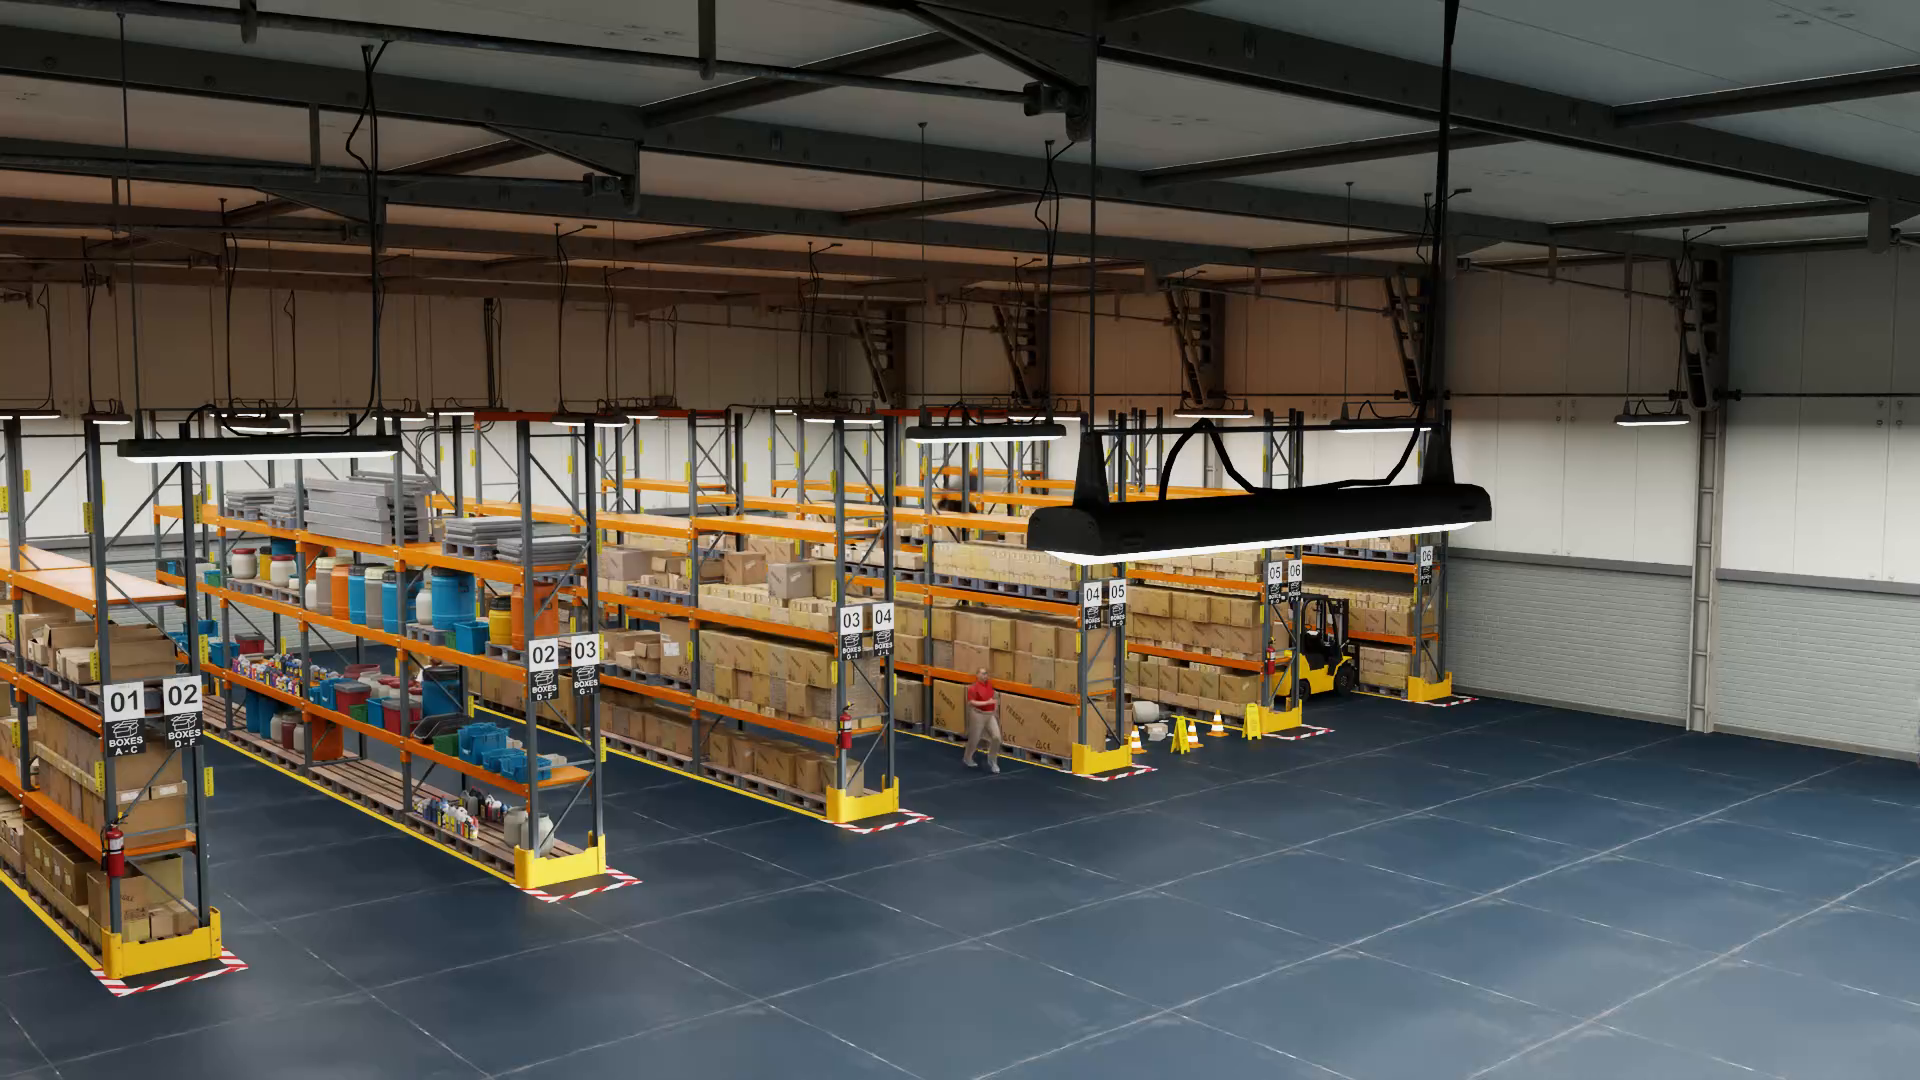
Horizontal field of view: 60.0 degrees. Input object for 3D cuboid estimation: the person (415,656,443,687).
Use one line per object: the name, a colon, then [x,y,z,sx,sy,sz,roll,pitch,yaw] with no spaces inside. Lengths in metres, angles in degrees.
person: [-9.388,2.853,29.956,0.570,1.705,0.691,4,7,40]

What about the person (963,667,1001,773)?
person: [0.379,3.028,27.946,0.636,1.802,0.786,-4,7,-40]
